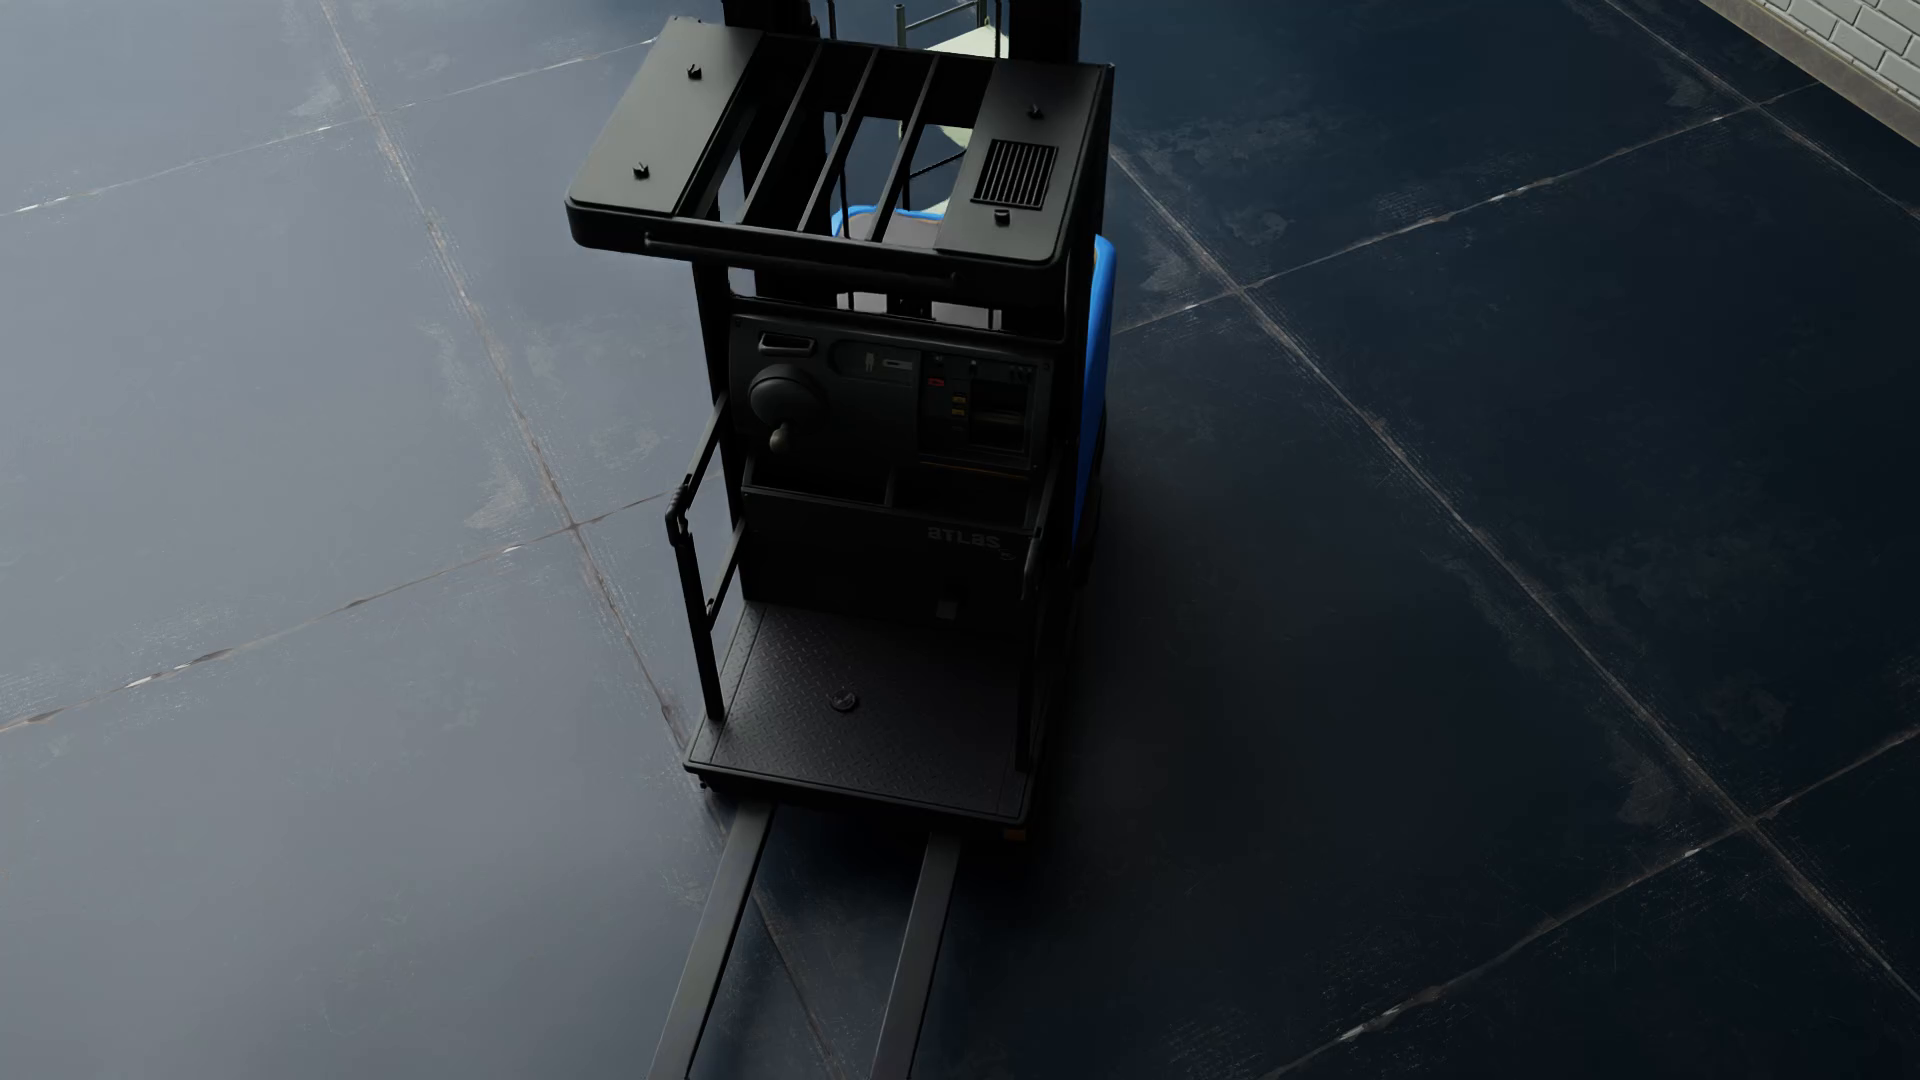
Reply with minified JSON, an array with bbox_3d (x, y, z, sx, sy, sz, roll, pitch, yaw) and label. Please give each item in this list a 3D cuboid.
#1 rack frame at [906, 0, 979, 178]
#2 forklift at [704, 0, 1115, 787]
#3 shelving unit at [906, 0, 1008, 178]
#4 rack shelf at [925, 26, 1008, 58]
[{"bbox_3d":[-0.067,-1.491,6.557,0.380,1.308,0.010,-29,55,-23],"label":"rack frame"},{"bbox_3d":[-0.251,-0.302,4.567,1.109,2.935,3.031,9,49,8],"label":"forklift"},{"bbox_3d":[0.148,-1.267,6.362,0.380,1.308,0.742,-29,55,-23],"label":"shelving unit"},{"bbox_3d":[0.147,-1.612,5.967,0.368,0.052,0.686,-29,55,-23],"label":"rack shelf"}]
